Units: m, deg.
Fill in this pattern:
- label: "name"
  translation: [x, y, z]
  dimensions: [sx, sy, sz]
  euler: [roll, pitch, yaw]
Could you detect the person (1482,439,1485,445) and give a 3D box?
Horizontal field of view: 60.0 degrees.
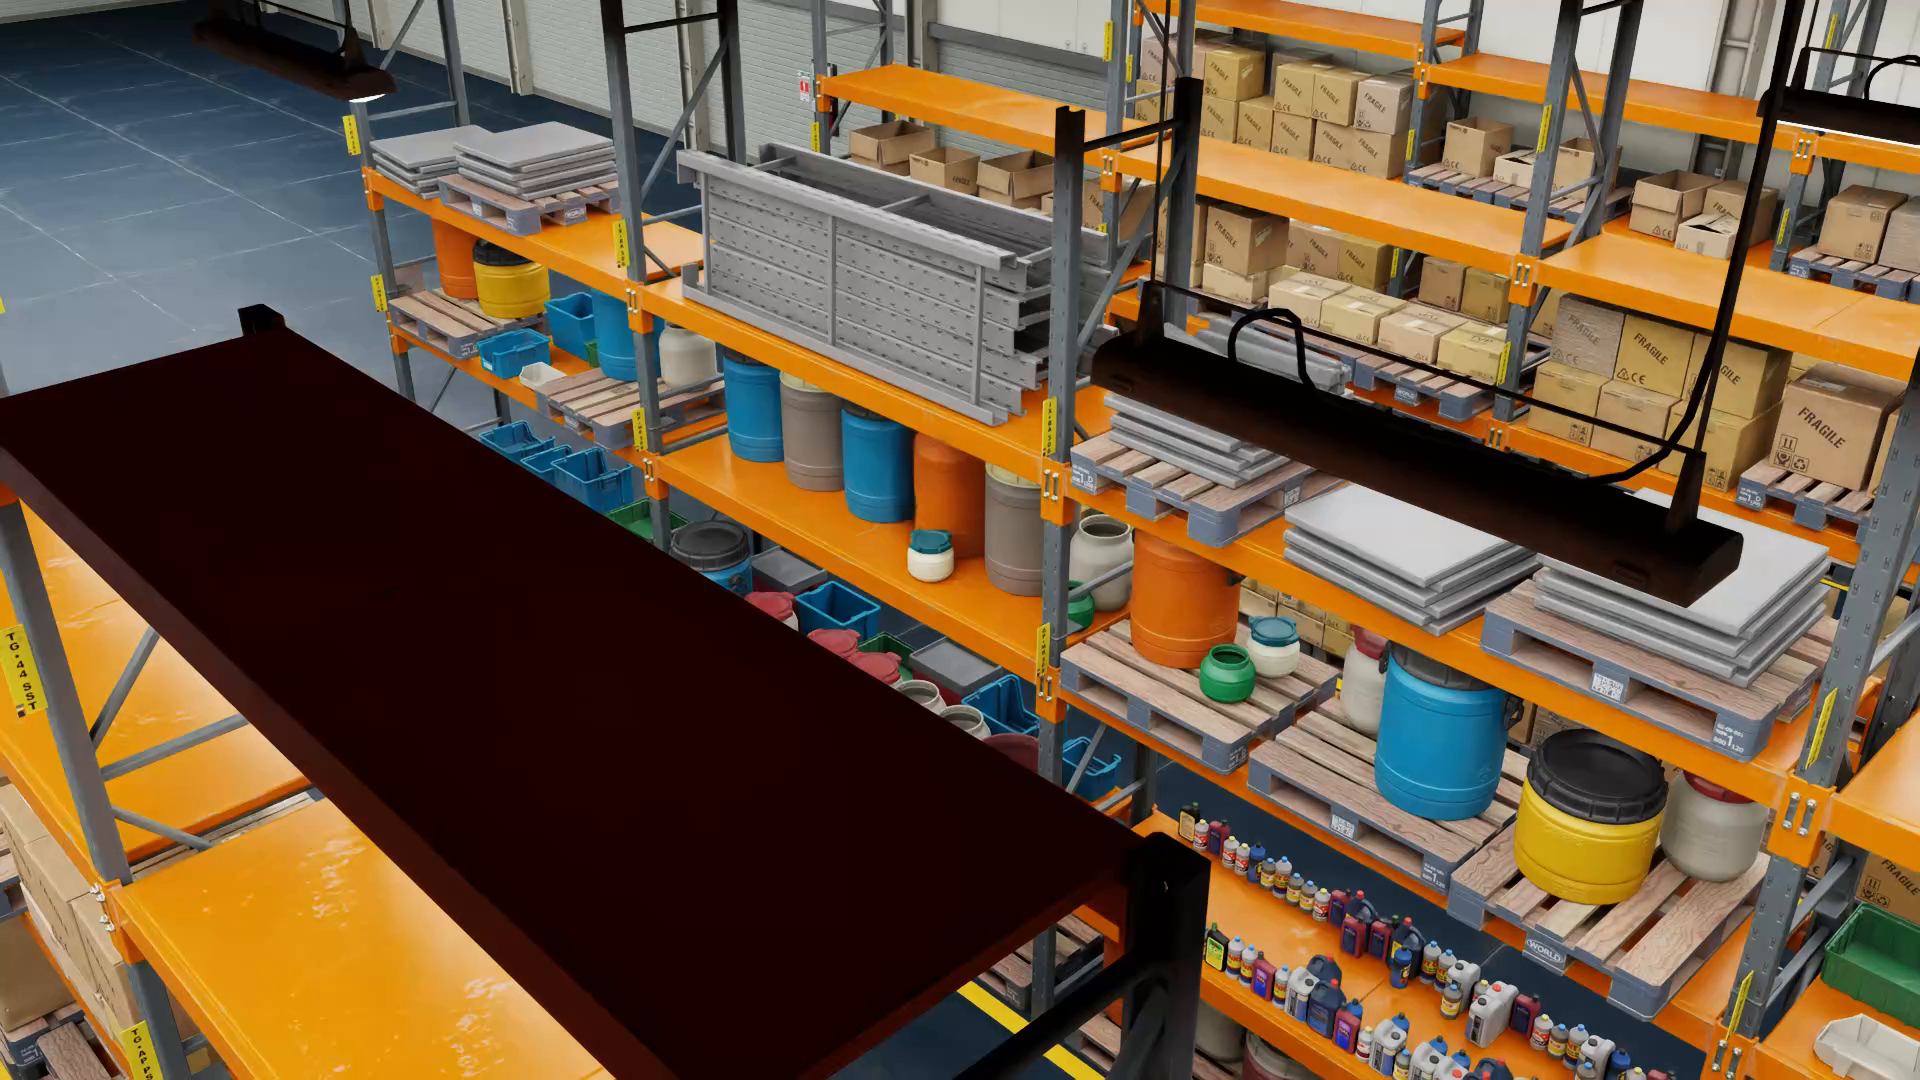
- label: "person"
  translation: [4.862, -0.277, 15.627]
  dimensions: [0.977, 1.605, 0.470]
  euler: [17, 32, 28]
